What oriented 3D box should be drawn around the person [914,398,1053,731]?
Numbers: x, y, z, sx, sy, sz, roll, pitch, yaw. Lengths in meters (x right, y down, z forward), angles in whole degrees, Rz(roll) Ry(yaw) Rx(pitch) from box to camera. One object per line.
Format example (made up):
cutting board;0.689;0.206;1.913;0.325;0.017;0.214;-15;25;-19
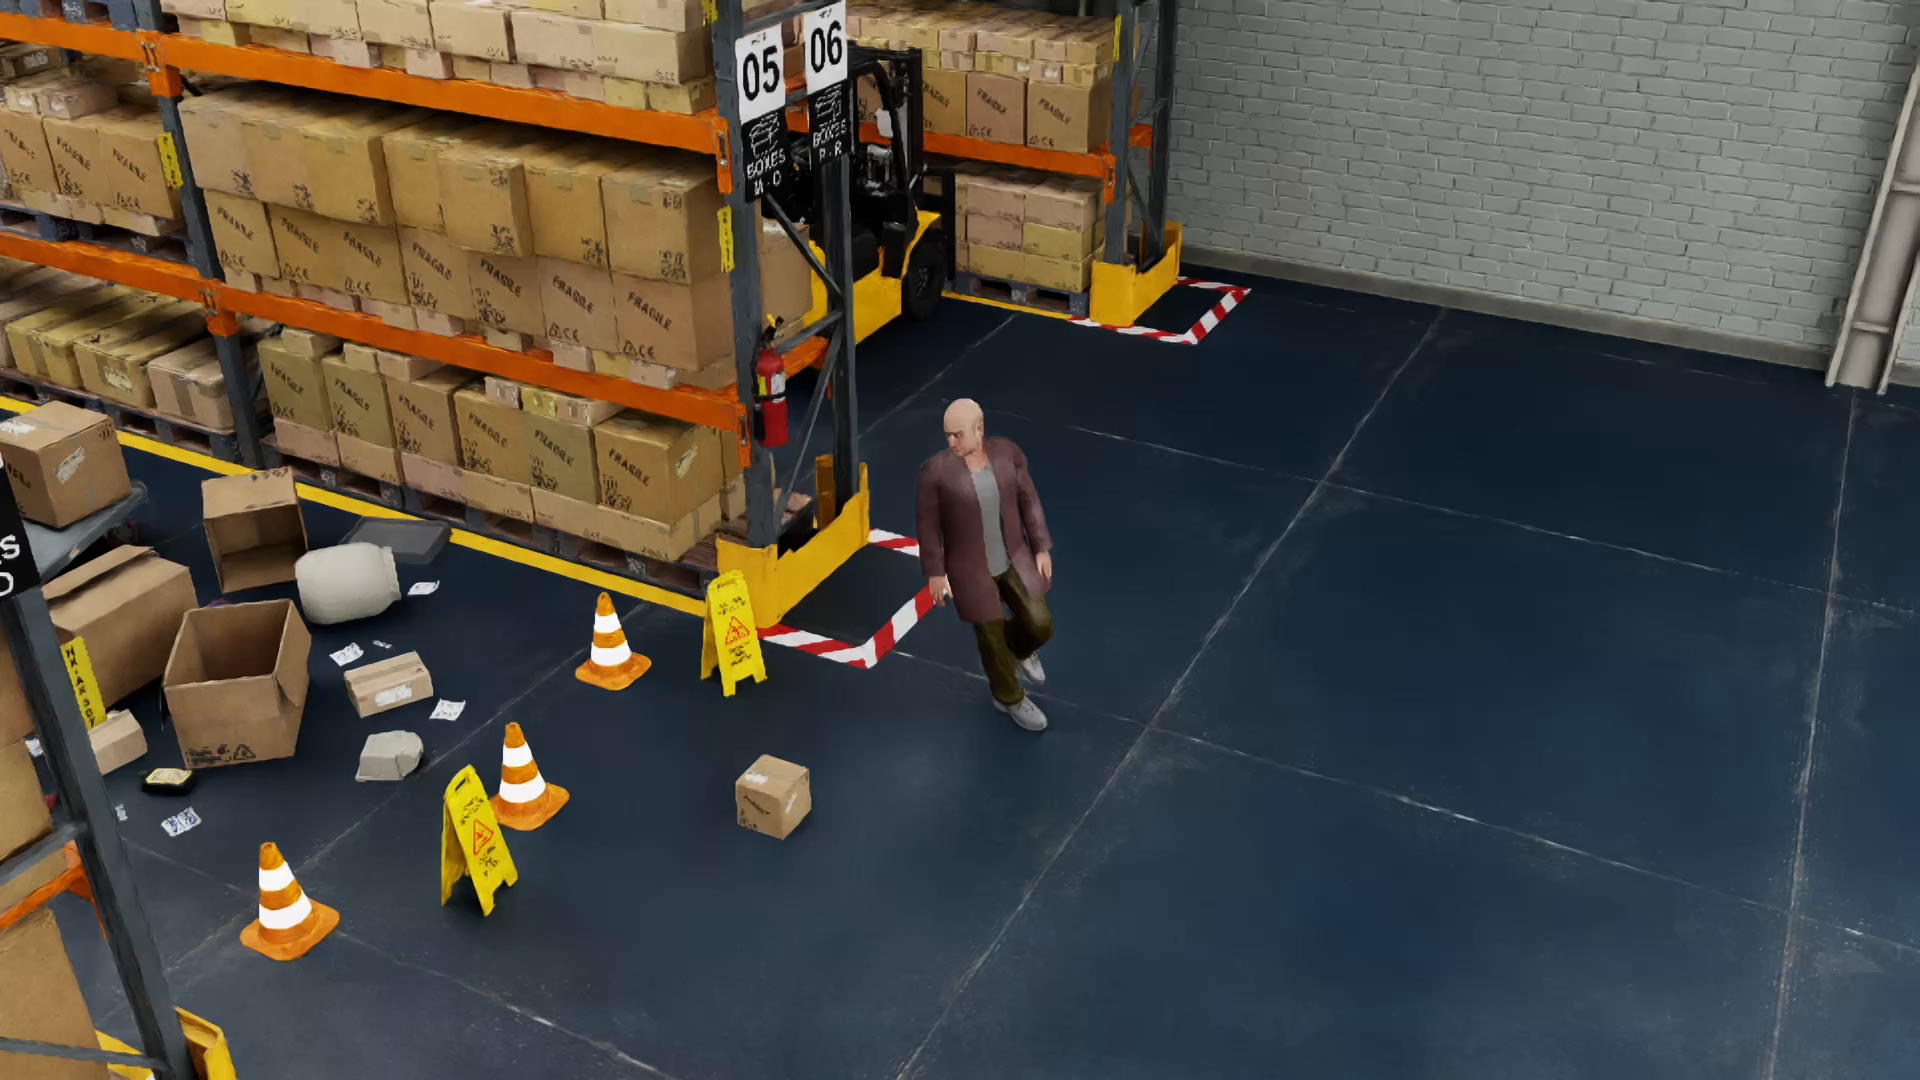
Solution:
person;0.149;0.130;8.087;0.700;1.765;0.515;-12;32;-20
